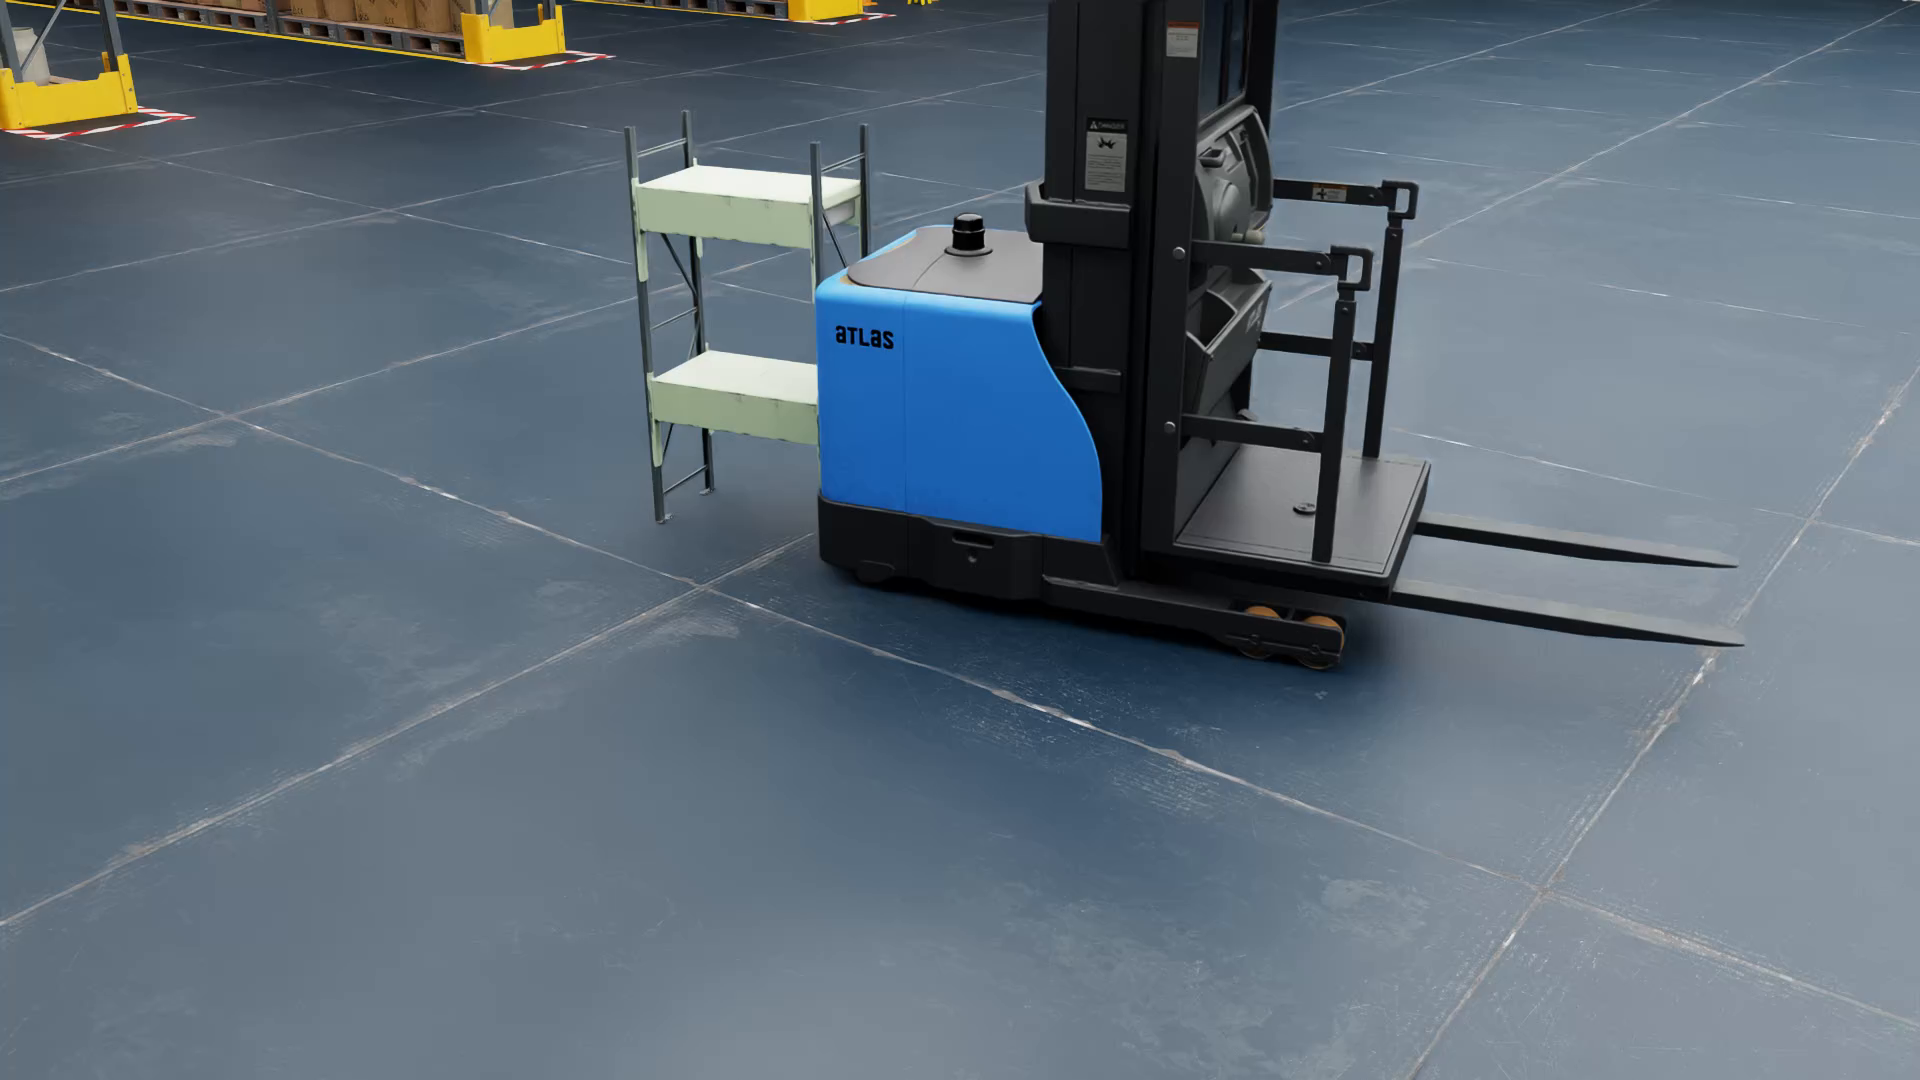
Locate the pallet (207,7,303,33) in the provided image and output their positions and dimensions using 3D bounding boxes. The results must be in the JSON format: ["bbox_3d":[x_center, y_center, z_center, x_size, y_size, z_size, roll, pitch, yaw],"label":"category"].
[{"bbox_3d":[-8.661,-6.574,20.909,1.213,0.211,1.003,17,29,33],"label":"pallet"}]

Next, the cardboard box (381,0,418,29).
[{"bbox_3d":[-6.314,-6.191,19.160,0.500,0.500,0.500,20,31,38],"label":"cardboard box"}]

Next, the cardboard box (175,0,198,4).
[{"bbox_3d":[-9.780,-7.267,21.577,0.500,0.500,0.700,20,31,38],"label":"cardboard box"}]

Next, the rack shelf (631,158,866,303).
[{"bbox_3d":[-0.745,-1.120,5.965,0.720,0.370,0.431,10,26,21],"label":"rack shelf"}]

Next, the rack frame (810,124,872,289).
[{"bbox_3d":[-0.410,-0.704,5.989,0.023,1.500,0.400,10,26,21],"label":"rack frame"}]

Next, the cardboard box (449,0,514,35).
[{"bbox_3d":[-5.326,-5.900,18.500,0.500,0.500,0.500,-20,31,-38],"label":"cardboard box"}]

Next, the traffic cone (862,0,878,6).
[{"bbox_3d":[-1.354,-7.697,23.145,0.334,0.463,0.336,17,29,33],"label":"traffic cone"}]

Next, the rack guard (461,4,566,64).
[{"bbox_3d":[-4.897,-5.570,18.271,0.348,0.500,1.175,17,29,33],"label":"rack guard"}]

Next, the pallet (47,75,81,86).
[{"bbox_3d":[-8.542,-4.023,15.118,1.213,0.211,1.003,17,29,33],"label":"pallet"}]

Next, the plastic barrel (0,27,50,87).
[{"bbox_3d":[-8.379,-4.285,14.821,0.421,0.512,0.421,0,24,0],"label":"plastic barrel"}]

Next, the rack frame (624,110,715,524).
[{"bbox_3d":[-1.081,-0.822,6.256,0.023,1.500,0.400,10,26,21],"label":"rack frame"}]

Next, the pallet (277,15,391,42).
[{"bbox_3d":[-7.478,-6.235,20.140,1.213,0.211,1.003,17,29,33],"label":"pallet"}]

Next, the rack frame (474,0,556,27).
[{"bbox_3d":[-4.836,-6.695,17.725,0.127,3.000,1.000,17,29,33],"label":"rack frame"}]

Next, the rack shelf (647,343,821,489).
[{"bbox_3d":[-0.745,-0.465,6.254,0.720,0.370,0.431,10,26,21],"label":"rack shelf"}]

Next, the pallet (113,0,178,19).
[{"bbox_3d":[-10.613,-7.164,22.248,1.213,0.211,1.003,17,29,33],"label":"pallet"}]

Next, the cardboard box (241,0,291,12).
[{"bbox_3d":[-8.515,-6.875,20.689,0.500,0.500,0.700,14,28,29],"label":"cardboard box"}]

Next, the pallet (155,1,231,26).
[{"bbox_3d":[-9.641,-6.869,21.578,1.213,0.211,1.003,17,29,33],"label":"pallet"}]

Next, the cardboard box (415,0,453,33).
[{"bbox_3d":[-5.825,-6.033,18.803,0.500,0.500,0.500,-17,29,-34],"label":"cardboard box"}]

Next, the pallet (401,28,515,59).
[{"bbox_3d":[-5.526,-5.645,18.801,1.213,0.211,1.003,17,29,33],"label":"pallet"}]

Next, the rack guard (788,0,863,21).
[{"bbox_3d":[-1.761,-7.121,21.793,0.348,0.500,1.175,17,29,33],"label":"rack guard"}]

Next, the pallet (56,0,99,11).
[{"bbox_3d":[-11.823,-7.569,23.166,1.213,0.211,1.003,17,29,33],"label":"pallet"}]

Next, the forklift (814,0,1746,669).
[{"bbox_3d":[1.067,-1.172,5.274,3.031,2.935,1.130,9,25,20],"label":"forklift"}]

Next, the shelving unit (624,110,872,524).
[{"bbox_3d":[-0.745,-0.763,6.122,0.755,1.500,0.431,10,26,21],"label":"shelving unit"}]

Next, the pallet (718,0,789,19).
[{"bbox_3d":[-2.467,-7.163,22.246,1.213,0.211,1.003,17,29,33],"label":"pallet"}]

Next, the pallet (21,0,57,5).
[{"bbox_3d":[-12.795,-7.864,23.836,1.213,0.211,1.003,17,29,33],"label":"pallet"}]

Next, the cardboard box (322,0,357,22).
[{"bbox_3d":[-7.278,-6.465,19.783,0.500,0.500,0.500,-16,28,-31],"label":"cardboard box"}]

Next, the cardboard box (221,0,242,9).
[{"bbox_3d":[-8.886,-6.997,20.964,0.500,0.500,0.700,17,29,33],"label":"cardboard box"}]

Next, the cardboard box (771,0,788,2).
[{"bbox_3d":[-2.363,-7.634,21.970,0.875,0.875,0.875,17,29,34],"label":"cardboard box"}]

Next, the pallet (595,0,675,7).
[{"bbox_3d":[-4.420,-7.753,23.585,1.213,0.211,1.003,17,29,33],"label":"pallet"}]

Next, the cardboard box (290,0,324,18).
[{"bbox_3d":[-7.741,-6.601,20.091,0.500,0.500,0.500,16,28,32],"label":"cardboard box"}]

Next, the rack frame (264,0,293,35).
[{"bbox_3d":[-8.037,-7.663,19.921,0.127,3.000,1.000,17,29,33],"label":"rack frame"}]

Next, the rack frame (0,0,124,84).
[{"bbox_3d":[-7.807,-5.097,14.099,0.127,3.000,1.000,17,29,33],"label":"rack frame"}]

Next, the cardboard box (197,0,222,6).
[{"bbox_3d":[-9.333,-7.132,21.271,0.500,0.500,0.700,14,27,29],"label":"cardboard box"}]

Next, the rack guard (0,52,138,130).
[{"bbox_3d":[-7.896,-3.957,14.610,0.348,0.500,1.175,17,29,33],"label":"rack guard"}]

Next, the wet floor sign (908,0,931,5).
[{"bbox_3d":[-0.570,-7.826,23.211,0.232,0.644,0.267,12,26,24],"label":"wet floor sign"}]

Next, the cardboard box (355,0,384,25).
[{"bbox_3d":[-6.734,-6.340,19.499,0.500,0.500,0.500,14,27,29],"label":"cardboard box"}]

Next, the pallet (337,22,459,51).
[{"bbox_3d":[-6.498,-5.941,19.471,1.213,0.211,1.003,17,29,33],"label":"pallet"}]

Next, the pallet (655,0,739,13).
[{"bbox_3d":[-3.439,-7.458,22.916,1.213,0.211,1.003,17,29,33],"label":"pallet"}]
